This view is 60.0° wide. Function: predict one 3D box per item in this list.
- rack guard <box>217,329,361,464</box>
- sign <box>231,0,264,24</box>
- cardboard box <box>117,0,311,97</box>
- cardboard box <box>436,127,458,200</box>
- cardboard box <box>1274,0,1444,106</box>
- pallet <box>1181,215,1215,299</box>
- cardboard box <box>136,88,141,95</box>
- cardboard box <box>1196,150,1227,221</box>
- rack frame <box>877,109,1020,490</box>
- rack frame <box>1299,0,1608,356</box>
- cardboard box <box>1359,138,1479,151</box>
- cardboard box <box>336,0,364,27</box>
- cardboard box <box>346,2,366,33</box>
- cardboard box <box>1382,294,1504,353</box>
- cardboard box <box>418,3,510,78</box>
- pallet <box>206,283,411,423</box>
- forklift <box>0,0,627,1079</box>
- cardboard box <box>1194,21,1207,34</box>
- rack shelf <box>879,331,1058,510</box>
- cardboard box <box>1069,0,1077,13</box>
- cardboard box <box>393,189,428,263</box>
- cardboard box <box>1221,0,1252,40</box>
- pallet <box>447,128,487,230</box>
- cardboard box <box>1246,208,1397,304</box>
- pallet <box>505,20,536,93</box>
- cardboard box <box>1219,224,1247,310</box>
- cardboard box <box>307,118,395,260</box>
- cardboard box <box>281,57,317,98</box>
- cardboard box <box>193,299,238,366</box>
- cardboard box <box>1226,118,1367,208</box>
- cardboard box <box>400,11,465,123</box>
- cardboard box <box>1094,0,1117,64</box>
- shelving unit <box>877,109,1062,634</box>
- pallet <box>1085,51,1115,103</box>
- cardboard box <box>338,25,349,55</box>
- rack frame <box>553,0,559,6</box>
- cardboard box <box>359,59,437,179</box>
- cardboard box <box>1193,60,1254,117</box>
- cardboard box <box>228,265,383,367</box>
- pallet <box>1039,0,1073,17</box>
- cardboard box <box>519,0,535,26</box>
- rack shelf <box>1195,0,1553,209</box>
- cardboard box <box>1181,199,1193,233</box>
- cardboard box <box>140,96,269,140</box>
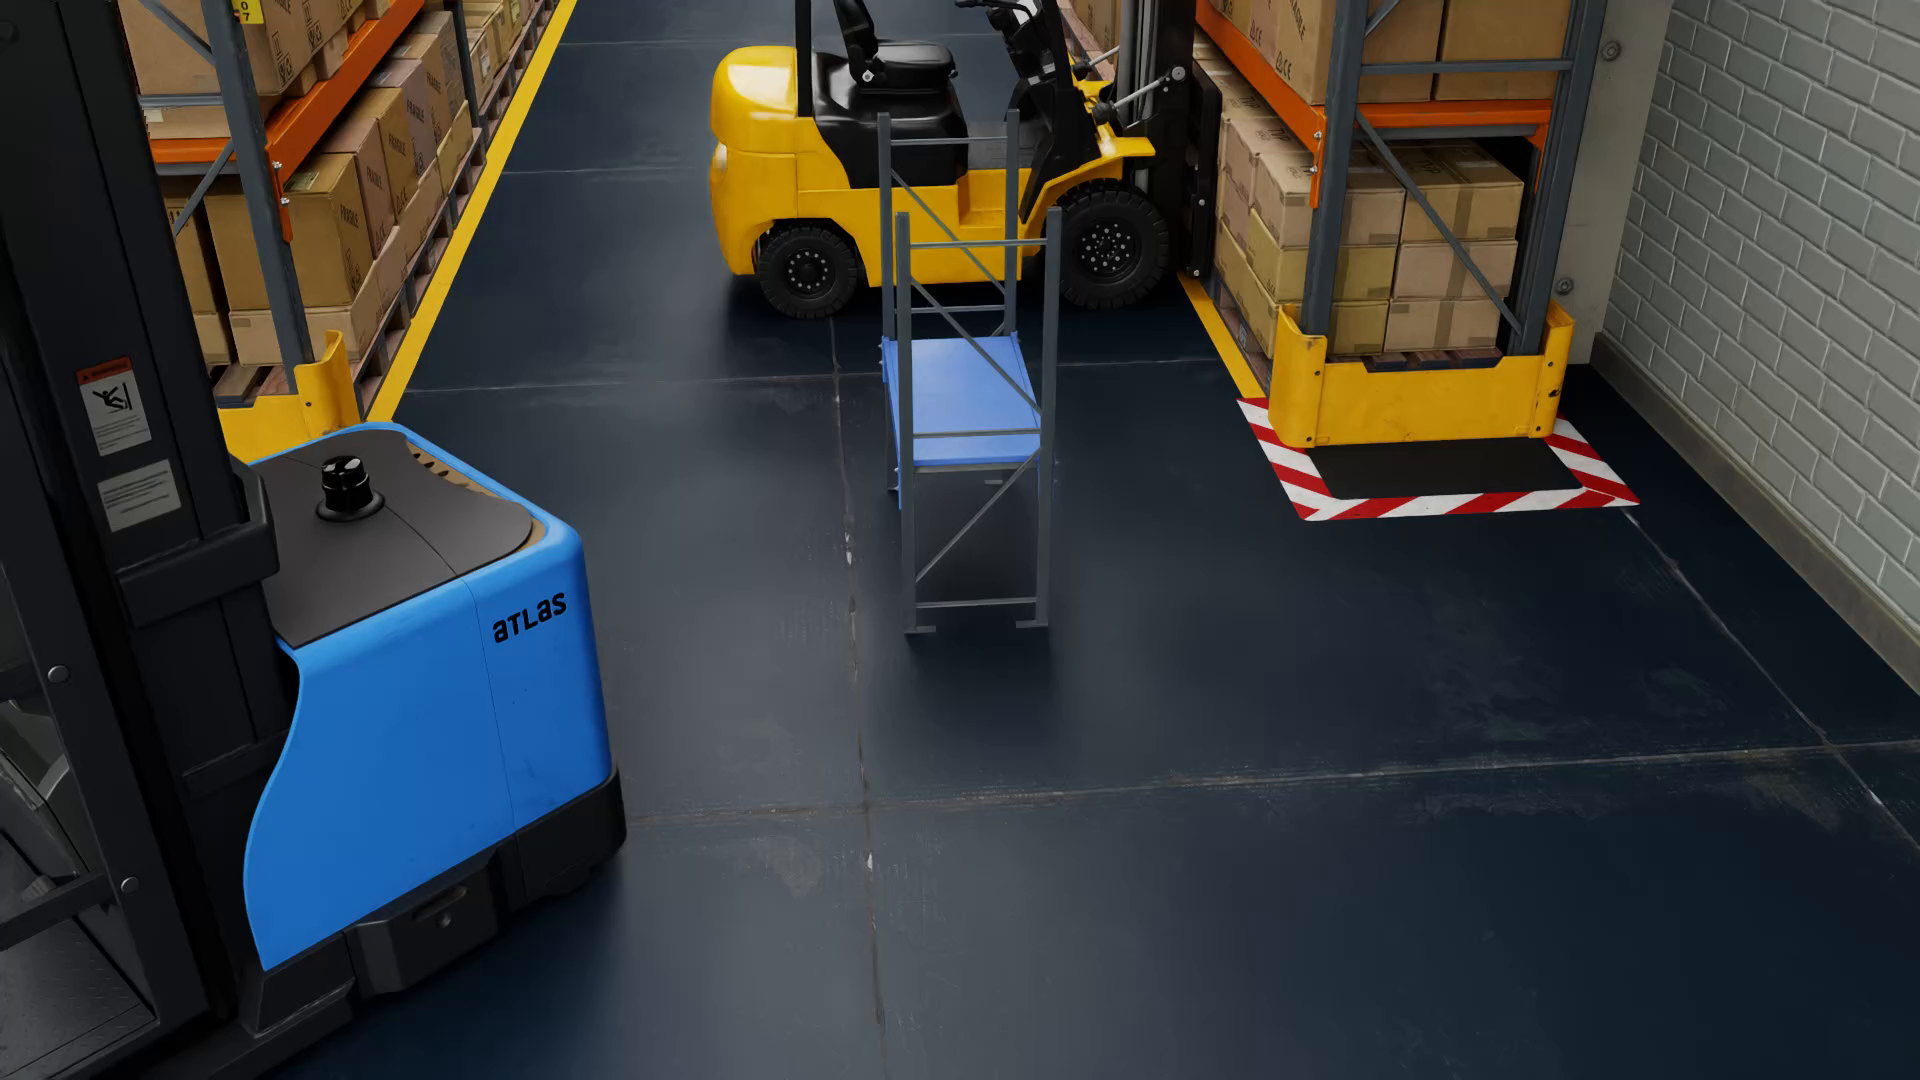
[{"bbox_3d":[-3.040,-0.520,6.632,1.175,0.500,0.348,-3,31,-5],"label":"rack guard"},{"bbox_3d":[-2.493,-1.952,5.748,0.100,0.325,0.005,-3,31,-5],"label":"sign"},{"bbox_3d":[-2.801,-1.980,6.252,0.500,0.500,0.500,-3,31,-5],"label":"cardboard box"},{"bbox_3d":[-3.024,-2.036,9.005,0.500,0.250,0.500,-4,31,-6],"label":"cardboard box"},{"bbox_3d":[1.601,-2.075,6.702,0.500,0.500,0.500,-3,31,-6],"label":"cardboard box"},{"bbox_3d":[1.685,-1.606,8.734,1.003,0.211,1.213,-3,31,-5],"label":"pallet"},{"bbox_3d":[-3.281,-1.627,6.293,0.380,0.149,0.250,-2,31,-3],"label":"cardboard box"},{"bbox_3d":[1.447,-1.761,8.057,0.500,0.250,0.500,-3,31,-6],"label":"cardboard box"},{"bbox_3d":[-0.040,-0.860,6.227,0.500,1.500,0.032,-3,31,-5],"label":"rack frame"},{"bbox_3d":[1.909,-1.794,6.328,1.000,3.000,0.127,-3,31,-5],"label":"rack frame"},{"bbox_3d":[2.002,-1.732,7.522,0.500,0.250,0.500,-3,31,-5],"label":"cardboard box"},{"bbox_3d":[-2.902,-2.504,7.130,0.500,0.500,0.500,-3,31,-6],"label":"cardboard box"},{"bbox_3d":[-2.956,-2.427,7.634,0.380,0.149,0.250,-4,31,-6],"label":"cardboard box"},{"bbox_3d":[2.057,-1.054,7.361,0.500,0.250,0.500,-3,31,-4],"label":"cardboard box"},{"bbox_3d":[-3.529,-3.283,10.974,0.950,0.372,0.625,-1,31,-1],"label":"cardboard box"},{"bbox_3d":[-3.081,-0.812,7.404,1.003,0.211,1.213,-3,31,-5],"label":"pallet"},{"bbox_3d":[-2.325,0.018,3.362,1.130,2.935,3.031,26,40,36],"label":"forklift"},{"bbox_3d":[1.305,-2.741,9.211,0.500,0.250,0.500,-3,31,-5],"label":"cardboard box"},{"bbox_3d":[0.008,-0.446,5.885,0.538,0.185,1.000,-3,31,-5],"label":"rack shelf"},{"bbox_3d":[1.275,-4.387,12.575,0.875,0.625,0.625,-2,31,-3],"label":"cardboard box"},{"bbox_3d":[-2.937,-1.518,8.138,0.500,0.250,0.500,-1,31,-1],"label":"cardboard box"},{"bbox_3d":[1.514,-2.602,7.584,0.500,0.500,0.500,-3,31,-6],"label":"cardboard box"},{"bbox_3d":[-3.309,-2.058,9.489,1.003,0.211,1.213,-3,31,-5],"label":"pallet"},{"bbox_3d":[1.552,-1.242,7.188,0.500,0.250,0.500,-3,31,-5],"label":"cardboard box"},{"bbox_3d":[-3.598,-3.421,11.771,1.003,0.211,1.213,-3,31,-5],"label":"pallet"},{"bbox_3d":[1.513,-1.273,7.727,0.500,0.250,0.500,-3,31,-5],"label":"cardboard box"},{"bbox_3d":[-2.889,-1.580,7.510,0.500,0.500,0.500,-4,31,-6],"label":"cardboard box"},{"bbox_3d":[-2.841,-1.897,6.746,0.380,0.149,0.250,-4,31,-6],"label":"cardboard box"},{"bbox_3d":[-3.379,-0.966,7.214,0.500,0.250,0.500,-3,31,-5],"label":"cardboard box"},{"bbox_3d":[1.501,-1.703,7.473,0.500,0.250,0.500,-2,31,-4],"label":"cardboard box"},{"bbox_3d":[-3.084,-2.629,9.266,0.500,0.500,0.500,-3,31,-5],"label":"cardboard box"},{"bbox_3d":[1.410,-3.659,11.357,0.875,0.625,0.625,-3,31,-5],"label":"cardboard box"},{"bbox_3d":[0.008,-0.600,5.792,0.538,1.500,1.048,-3,31,-5],"label":"shelving unit"},{"bbox_3d":[1.427,-3.013,11.088,1.003,0.211,1.213,-3,31,-5],"label":"pallet"},{"bbox_3d":[-2.876,-2.159,7.185,0.380,0.149,0.250,-2,31,-3],"label":"cardboard box"},{"bbox_3d":[-3.781,-5.638,12.765,1.000,3.000,0.127,-3,31,-5],"label":"rack frame"},{"bbox_3d":[-2.986,-2.109,8.396,0.500,0.500,0.500,-1,31,-2],"label":"cardboard box"},{"bbox_3d":[1.405,-2.220,8.338,0.500,0.250,0.500,-3,31,-6],"label":"cardboard box"},{"bbox_3d":[-2.833,-0.979,7.236,0.500,0.250,0.500,-3,31,-5],"label":"cardboard box"},{"bbox_3d":[1.199,-4.259,13.174,1.003,0.211,1.213,-3,31,-5],"label":"pallet"},{"bbox_3d":[-3.661,-4.025,12.217,0.950,0.372,0.625,-3,31,-6],"label":"cardboard box"},{"bbox_3d":[1.722,-2.506,8.222,1.077,0.370,4.000,-3,31,-5],"label":"rack shelf"},{"bbox_3d":[1.404,-1.793,8.598,0.500,0.250,0.500,-2,31,-3],"label":"cardboard box"},{"bbox_3d":[-2.859,-1.629,6.298,0.380,0.149,0.250,-3,31,-4],"label":"cardboard box"}]
